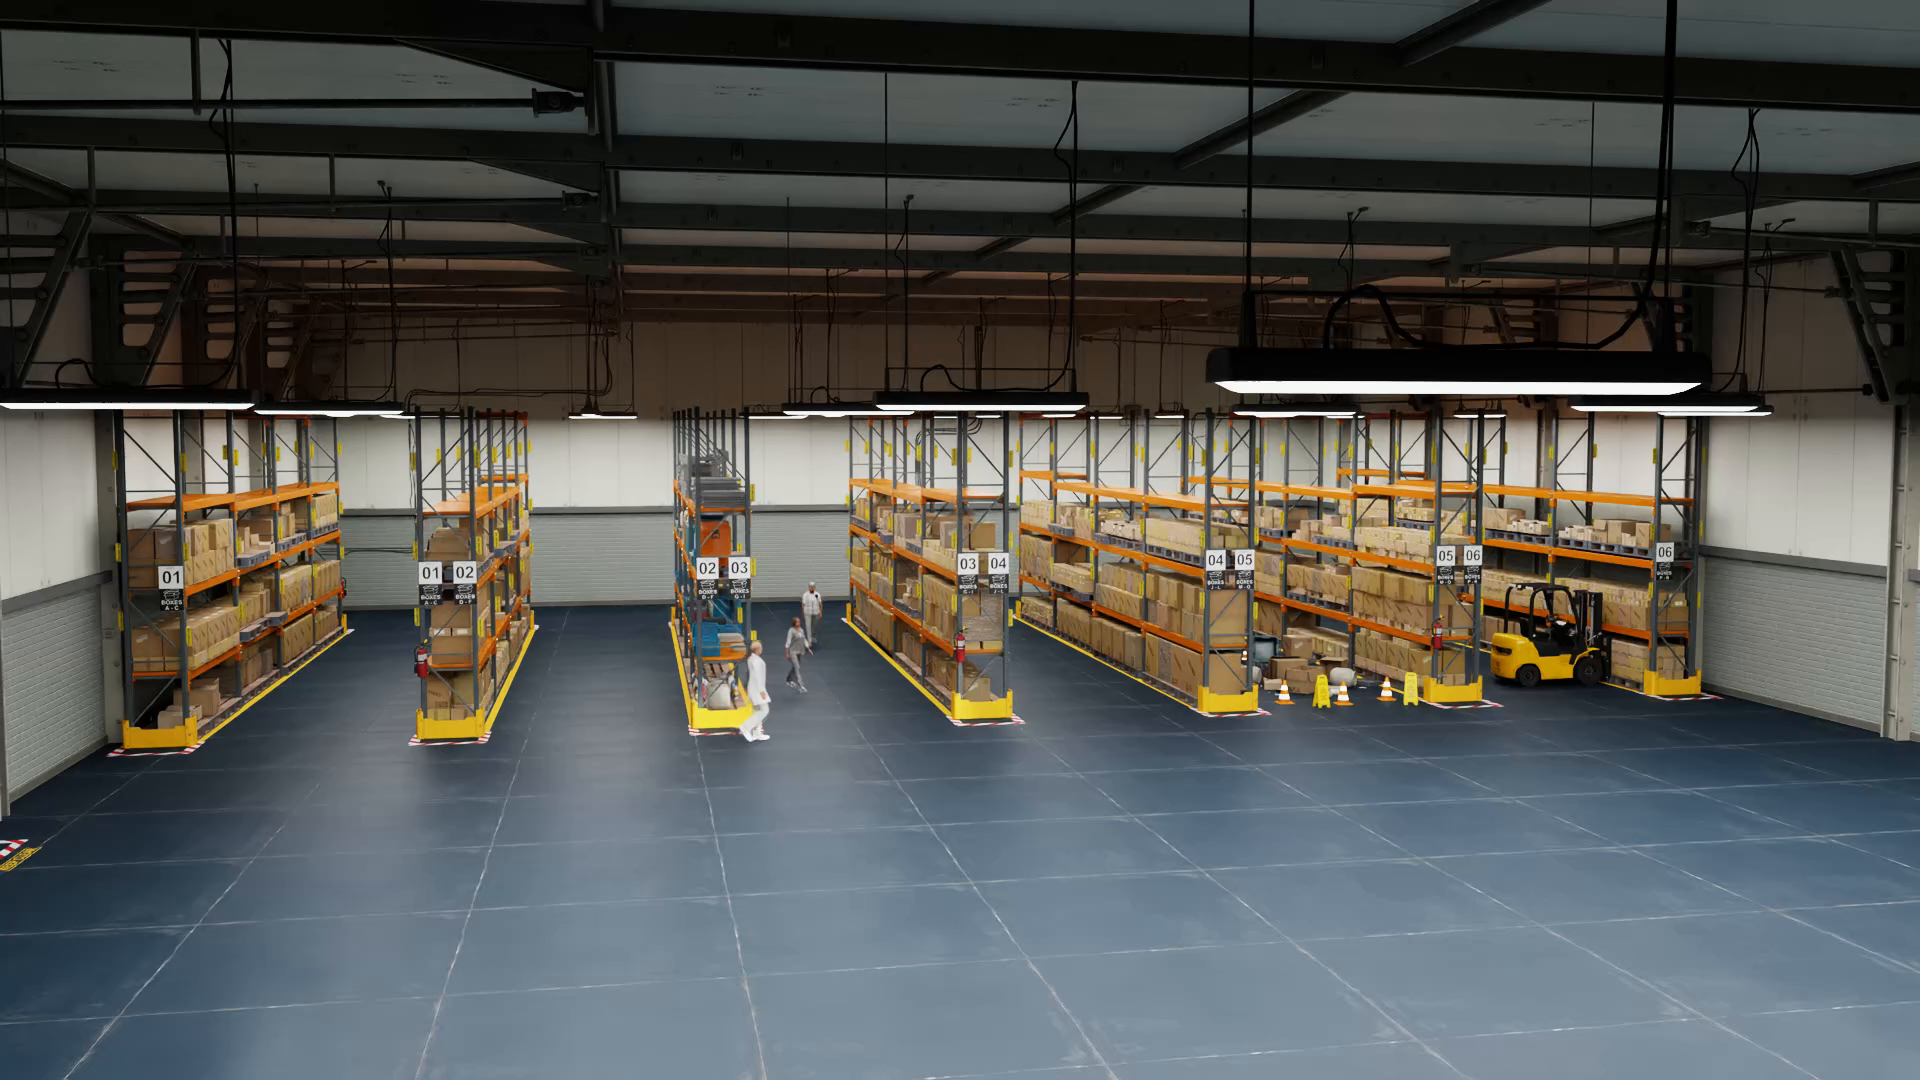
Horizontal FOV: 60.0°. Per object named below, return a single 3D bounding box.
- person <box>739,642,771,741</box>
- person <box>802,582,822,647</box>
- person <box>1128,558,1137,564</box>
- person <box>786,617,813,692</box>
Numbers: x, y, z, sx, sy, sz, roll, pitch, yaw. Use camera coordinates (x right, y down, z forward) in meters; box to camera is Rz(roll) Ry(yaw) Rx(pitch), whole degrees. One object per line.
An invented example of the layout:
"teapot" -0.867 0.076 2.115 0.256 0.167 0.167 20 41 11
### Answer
"person" -3.677 2.702 29.702 0.567 1.776 0.607 -1 4 -13
"person" -3.770 1.879 42.435 0.504 1.602 1.029 -1 4 -10
"person" 5.121 1.360 48.950 0.587 1.815 0.593 0 4 7
"person" -3.443 2.416 35.424 0.505 1.532 0.958 -3 5 -39
